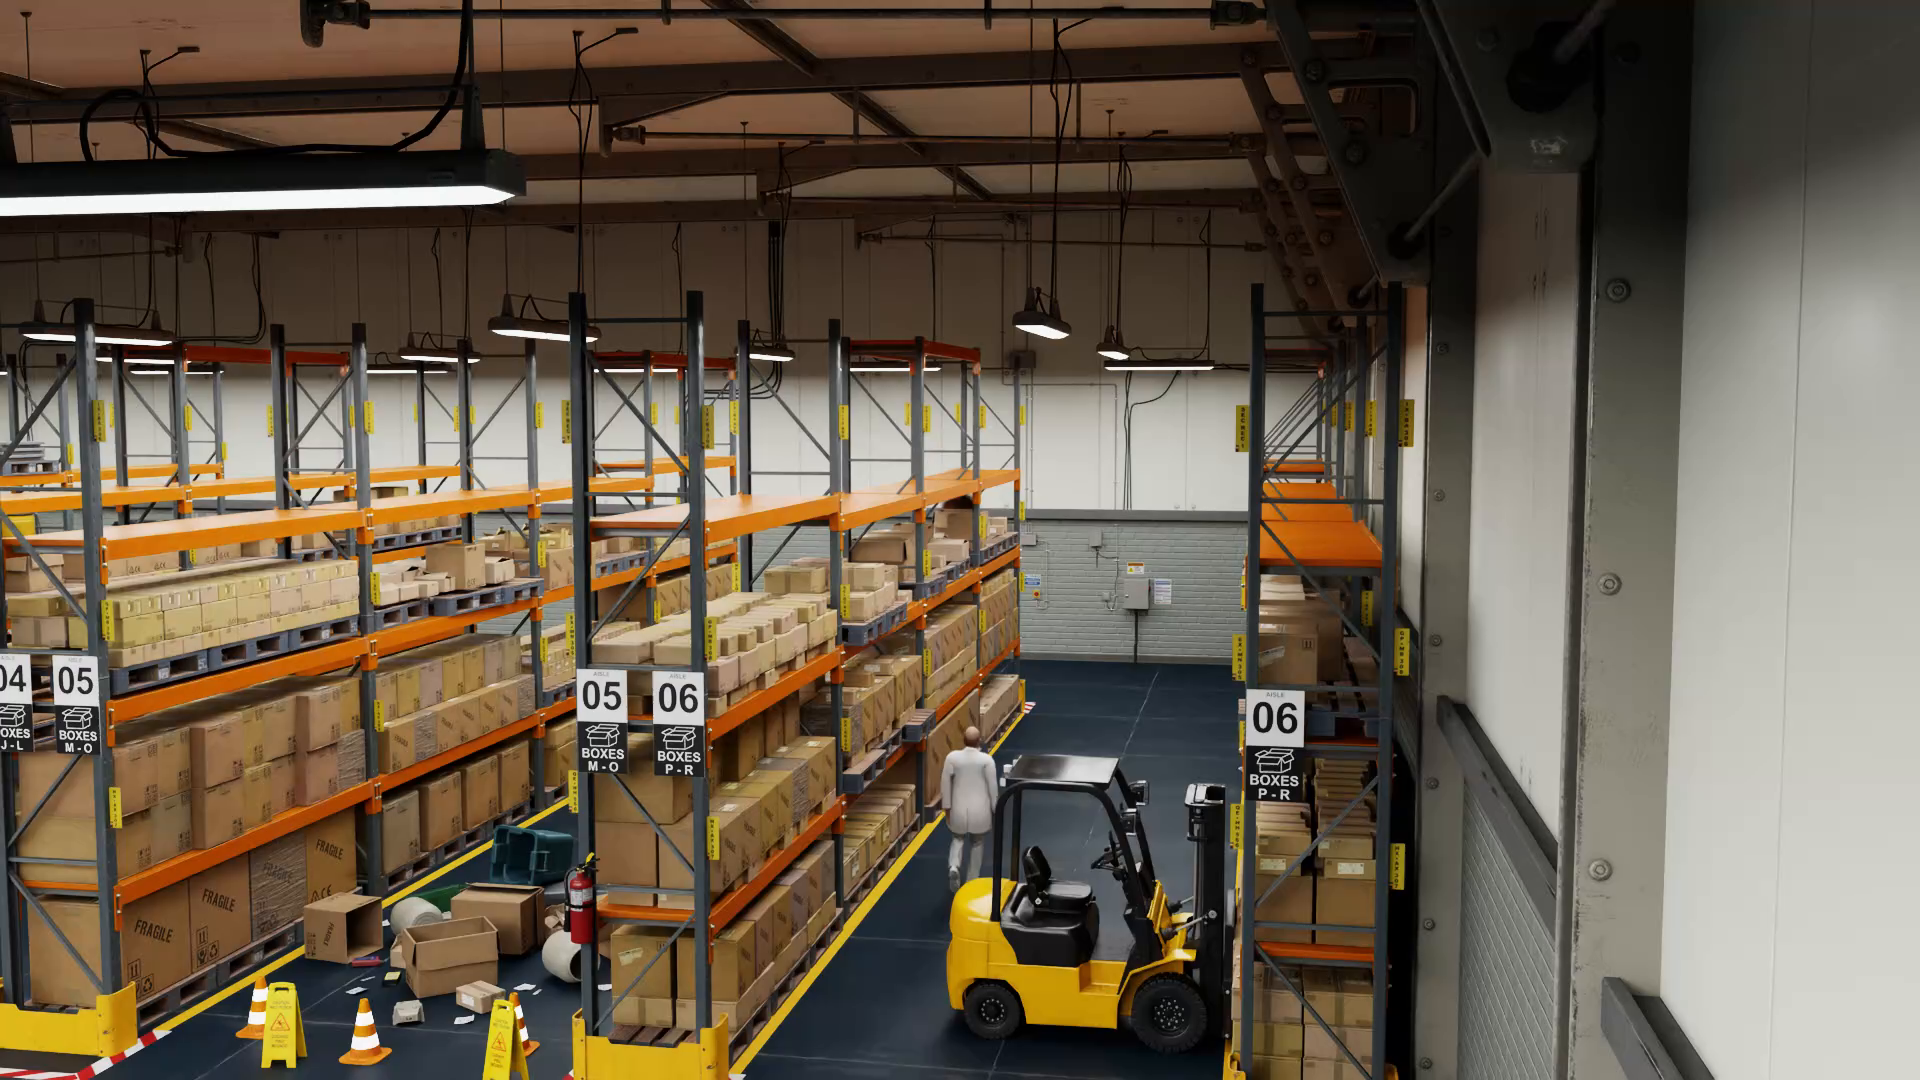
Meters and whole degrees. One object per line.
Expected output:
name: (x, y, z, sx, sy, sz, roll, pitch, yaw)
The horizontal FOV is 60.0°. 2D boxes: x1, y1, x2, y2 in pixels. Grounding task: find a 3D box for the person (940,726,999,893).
person: (0.100, 2.894, 17.540, 0.607, 1.675, 0.594, 1, 5, 13)
